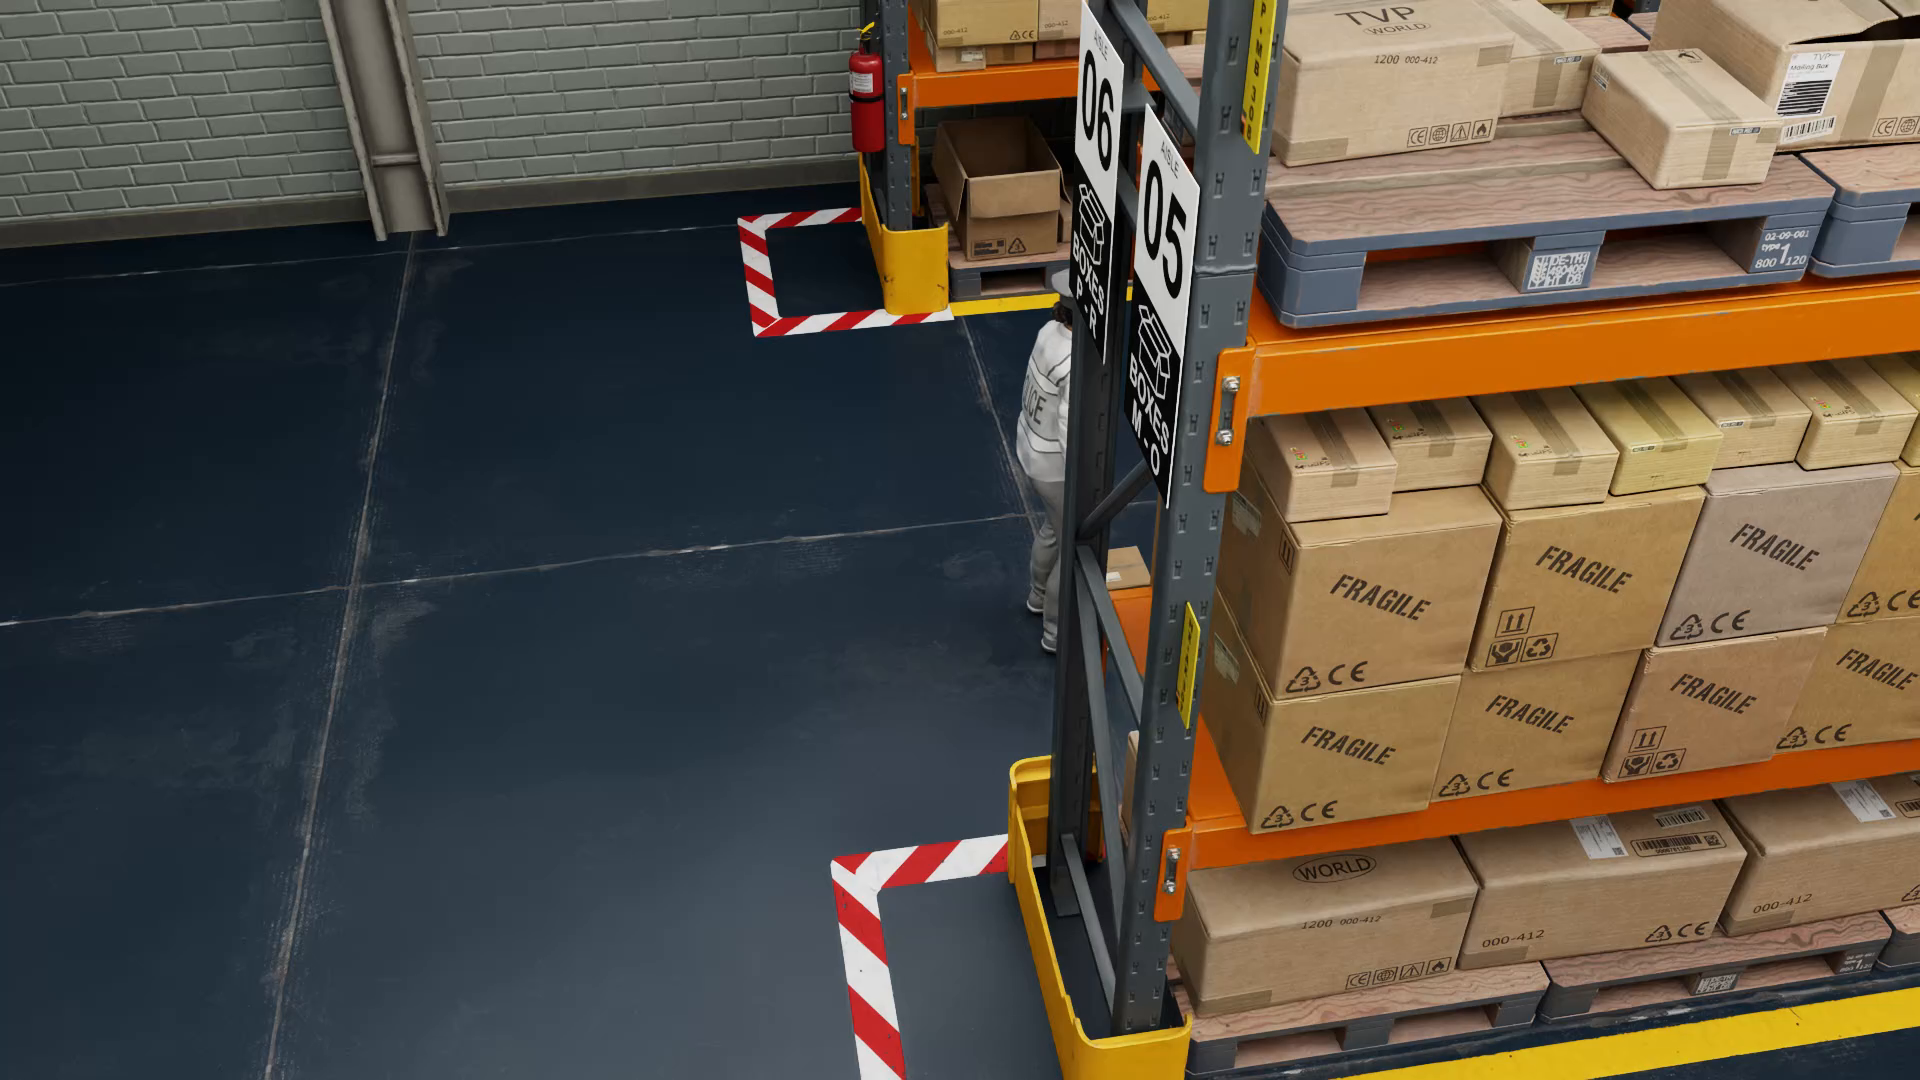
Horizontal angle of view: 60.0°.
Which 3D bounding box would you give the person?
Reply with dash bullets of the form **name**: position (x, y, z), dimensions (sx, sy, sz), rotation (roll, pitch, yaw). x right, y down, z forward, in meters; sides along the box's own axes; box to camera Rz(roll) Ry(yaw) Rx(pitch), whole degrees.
- **person**: position (0.416, -0.301, 6.524), dimensions (0.371, 1.663, 0.528), rotation (-8, 40, -9)
